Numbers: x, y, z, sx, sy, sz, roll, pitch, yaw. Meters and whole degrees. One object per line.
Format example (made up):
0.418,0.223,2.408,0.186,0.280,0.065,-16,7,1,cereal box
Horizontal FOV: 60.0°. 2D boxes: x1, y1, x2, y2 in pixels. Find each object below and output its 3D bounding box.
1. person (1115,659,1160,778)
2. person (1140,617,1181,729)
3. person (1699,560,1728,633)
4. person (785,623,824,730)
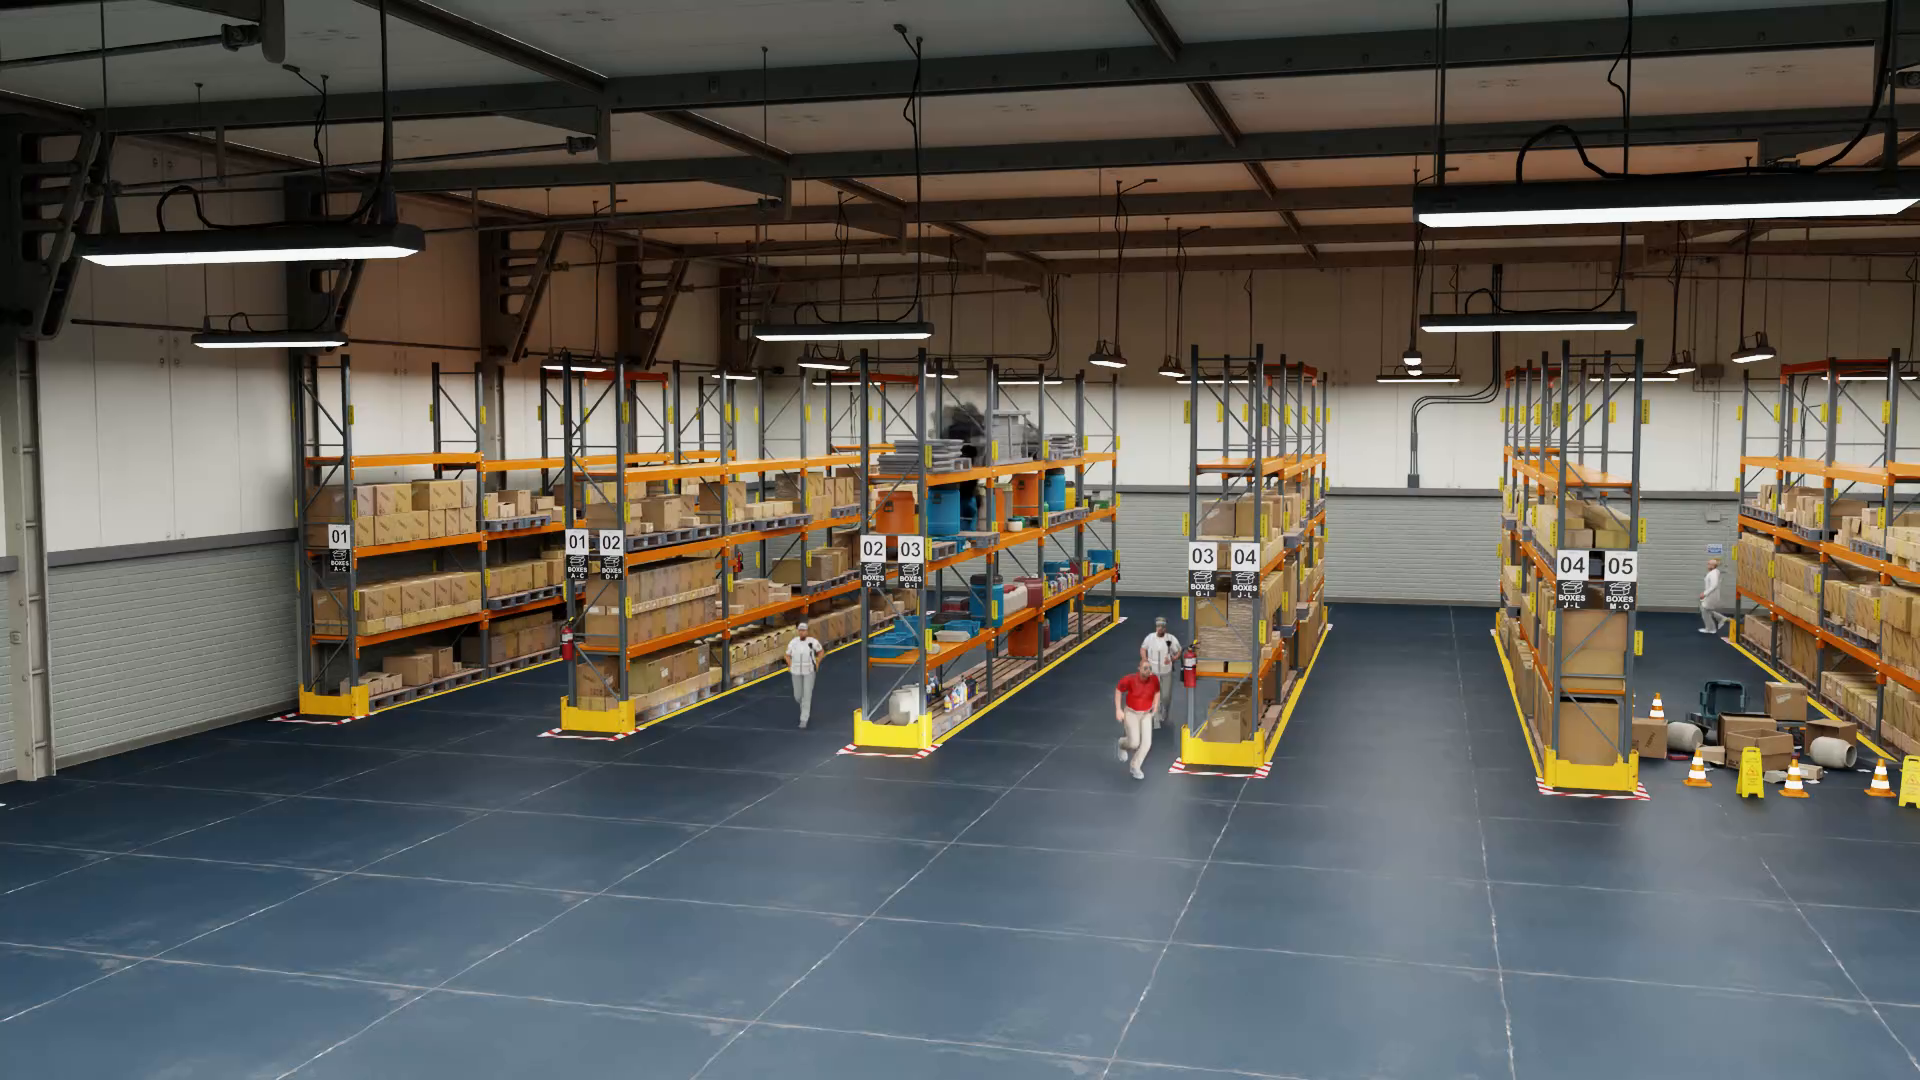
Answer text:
2.456,2.451,23.169,0.650,1.659,0.761,-2,5,-25,person
3.235,2.111,26.775,0.684,1.761,0.828,1,4,9,person
17.226,1.299,37.985,0.607,1.716,0.748,2,5,23,person
-2.526,2.164,26.882,0.614,1.665,0.900,0,4,6,person
